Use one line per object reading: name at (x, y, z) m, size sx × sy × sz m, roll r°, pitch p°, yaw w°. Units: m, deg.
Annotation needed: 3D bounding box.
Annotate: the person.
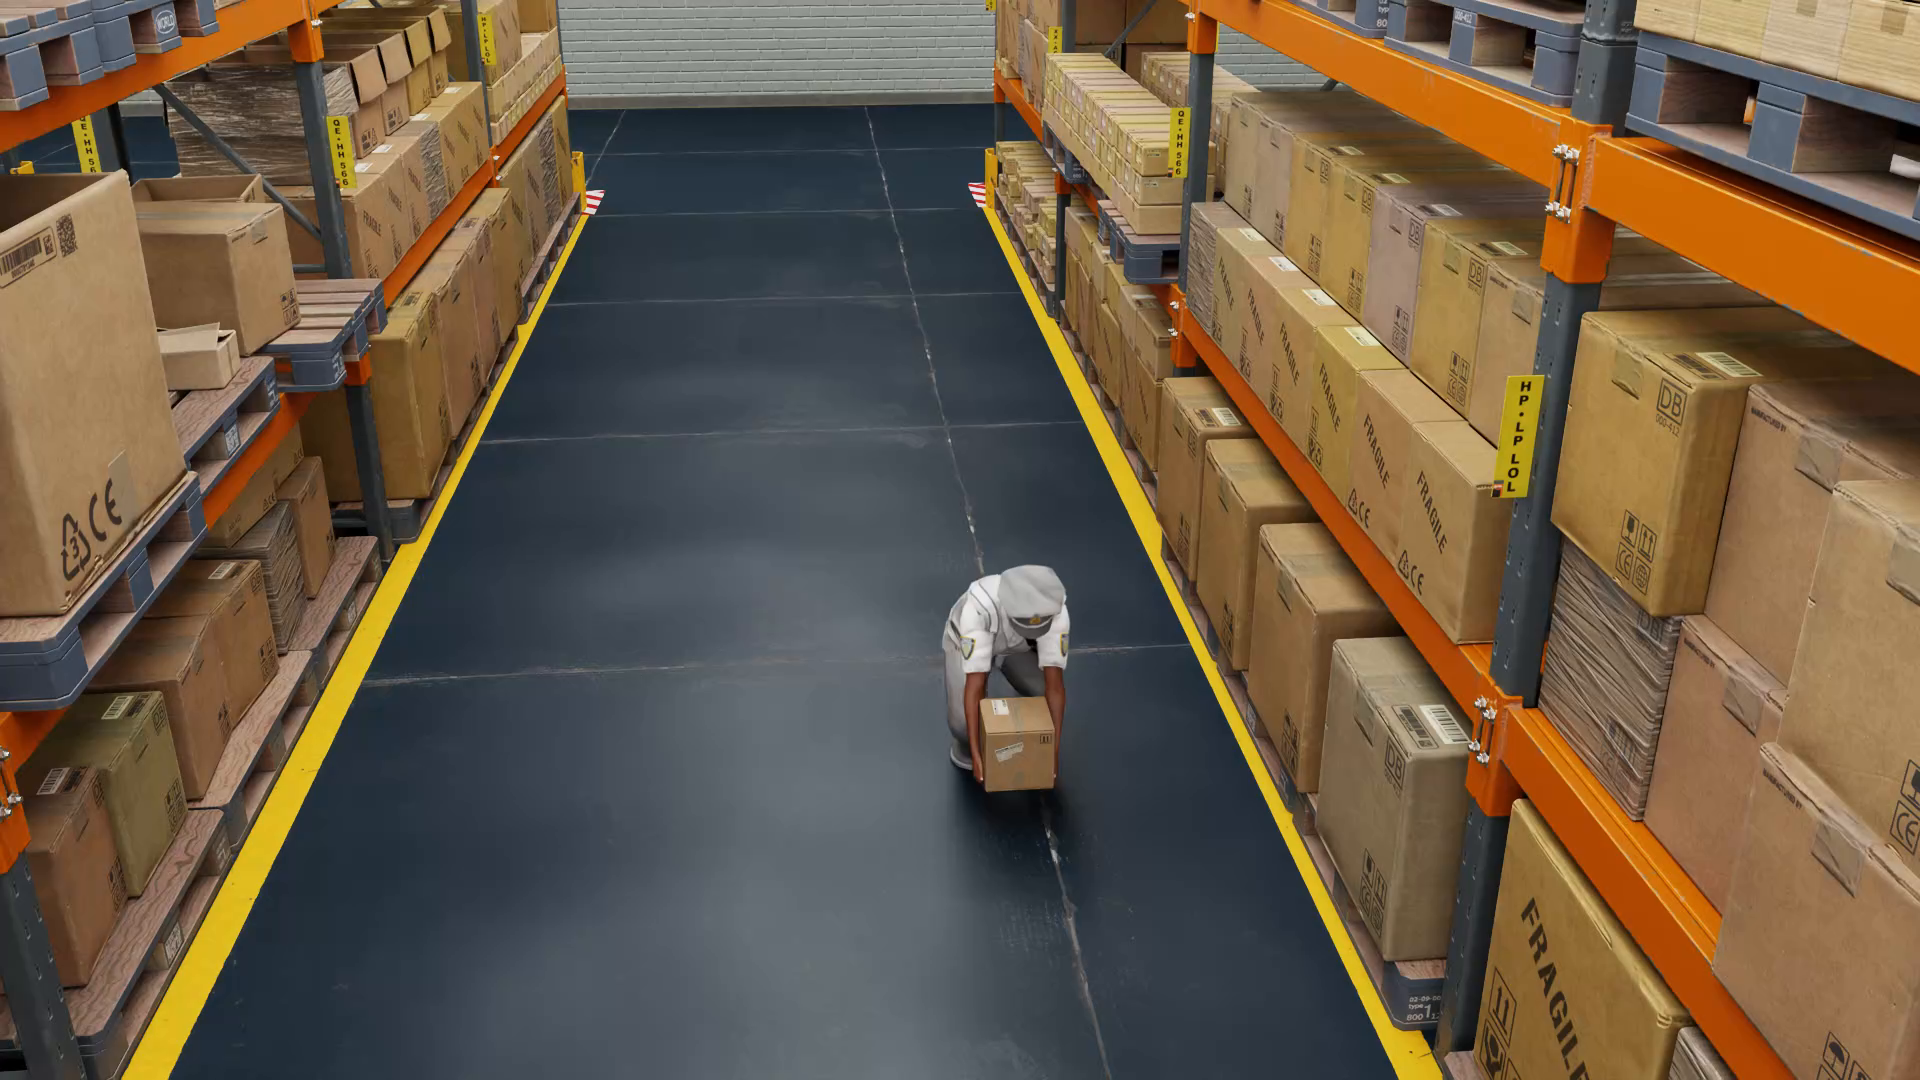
person at (0.176, 0.476, 6.400) m, size 0.466 × 0.972 × 0.866 m, roll -3°, pitch 24°, yaw -6°
